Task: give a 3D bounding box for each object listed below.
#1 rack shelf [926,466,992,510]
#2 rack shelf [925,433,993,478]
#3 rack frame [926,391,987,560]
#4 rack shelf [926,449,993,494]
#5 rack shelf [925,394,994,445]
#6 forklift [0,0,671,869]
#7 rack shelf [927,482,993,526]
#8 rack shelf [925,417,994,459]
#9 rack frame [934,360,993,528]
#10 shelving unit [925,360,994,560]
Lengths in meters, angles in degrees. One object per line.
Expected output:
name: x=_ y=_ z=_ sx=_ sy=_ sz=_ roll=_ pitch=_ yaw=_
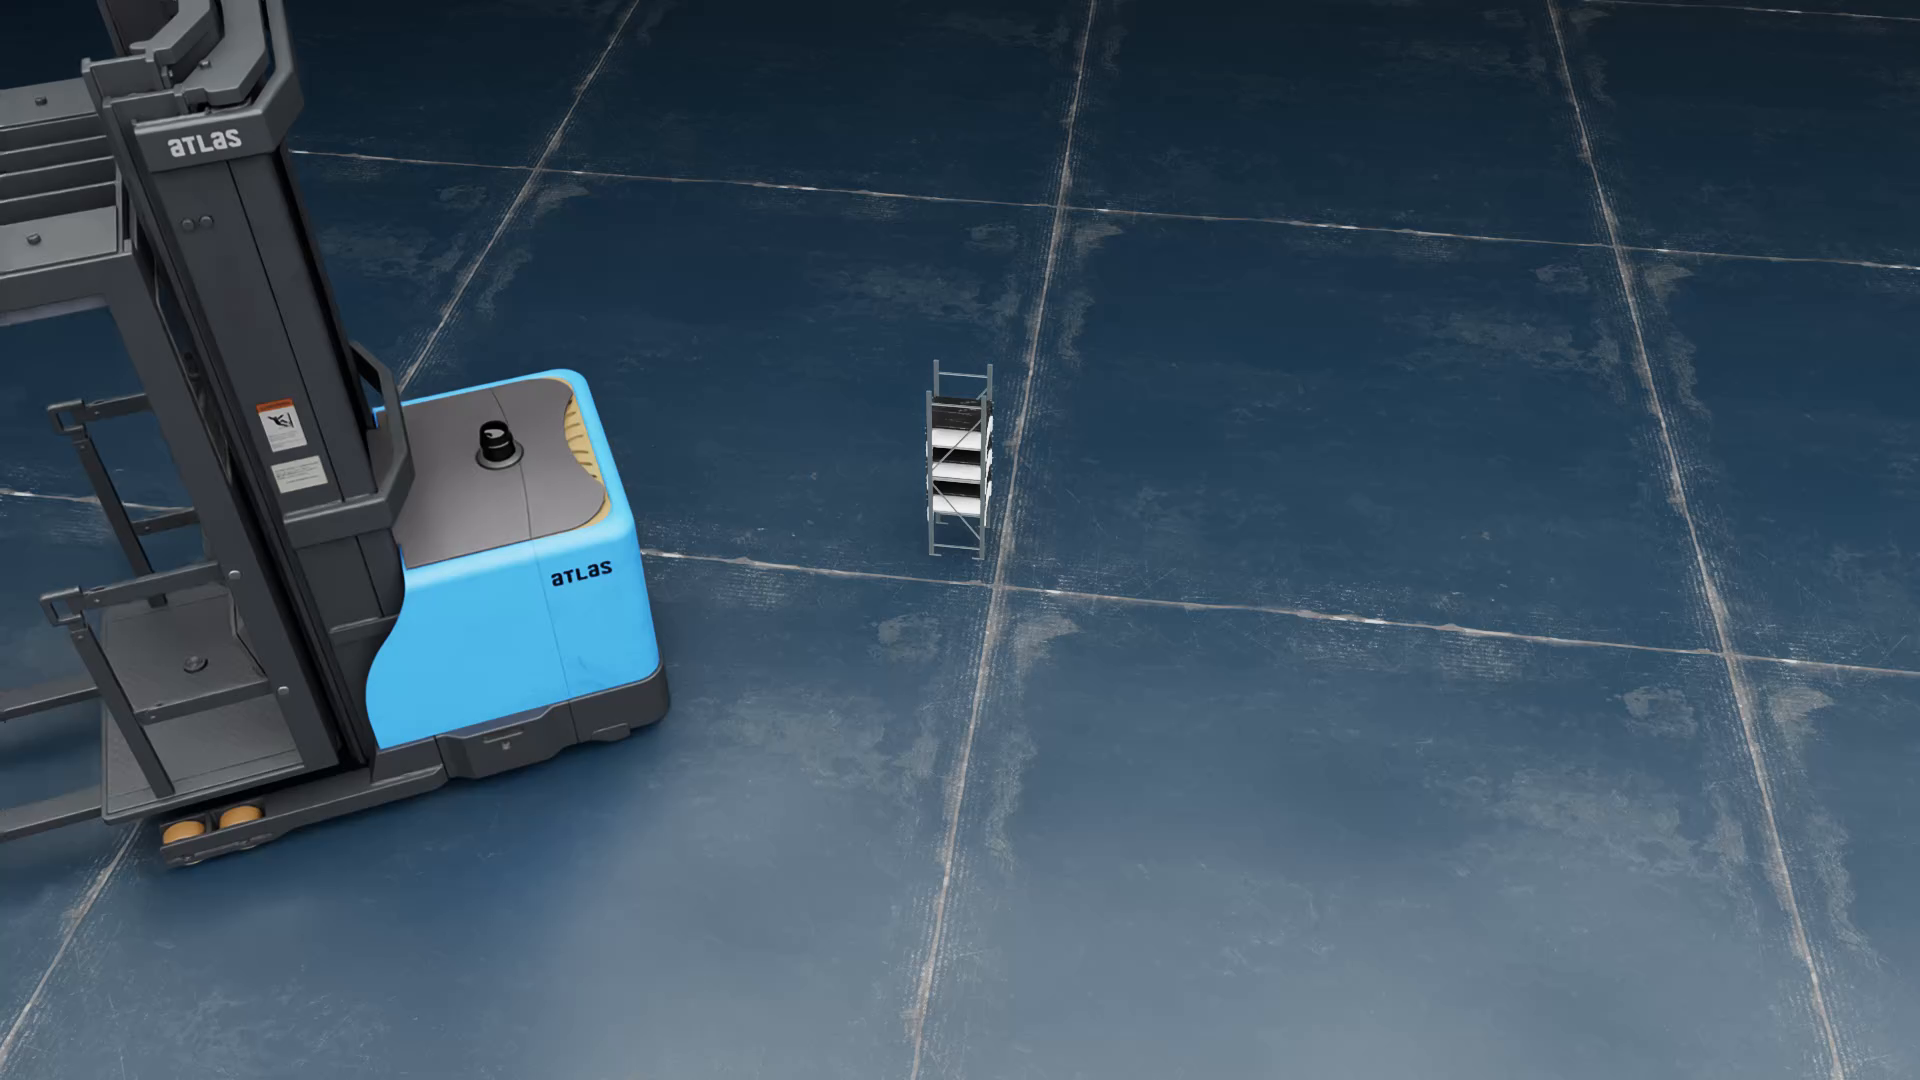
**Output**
rack shelf: x=-0.001 y=-0.232 z=7.042 sx=0.258 sy=0.077 sz=0.200 roll=5 pitch=44 yaw=6
rack shelf: x=-0.001 y=-0.362 z=6.918 sx=0.258 sy=0.077 sz=0.200 roll=5 pitch=44 yaw=6
rack frame: x=-0.015 y=-0.252 z=6.884 sx=0.240 sy=0.900 sz=0.006 roll=5 pitch=44 yaw=6
rack shelf: x=-0.001 y=-0.297 z=6.980 sx=0.258 sy=0.077 sz=0.200 roll=5 pitch=44 yaw=6
rack shelf: x=-0.001 y=-0.493 z=6.794 sx=0.258 sy=0.077 sz=0.200 roll=5 pitch=44 yaw=6
forklift: x=-2.702 y=-0.300 z=5.457 sx=3.031 sy=2.935 sz=1.130 roll=-14 pitch=45 yaw=-15
rack shelf: x=-0.001 y=-0.166 z=7.104 sx=0.258 sy=0.077 sz=0.200 roll=5 pitch=44 yaw=6
rack shelf: x=-0.001 y=-0.428 z=6.856 sx=0.258 sy=0.077 sz=0.200 roll=5 pitch=44 yaw=6
rack frame: x=0.012 y=-0.391 z=7.030 sx=0.240 sy=0.900 sz=0.006 roll=5 pitch=44 yaw=6
shelving unit: x=-0.001 y=-0.321 z=6.957 sx=0.258 sy=0.900 sz=0.210 roll=5 pitch=44 yaw=6
